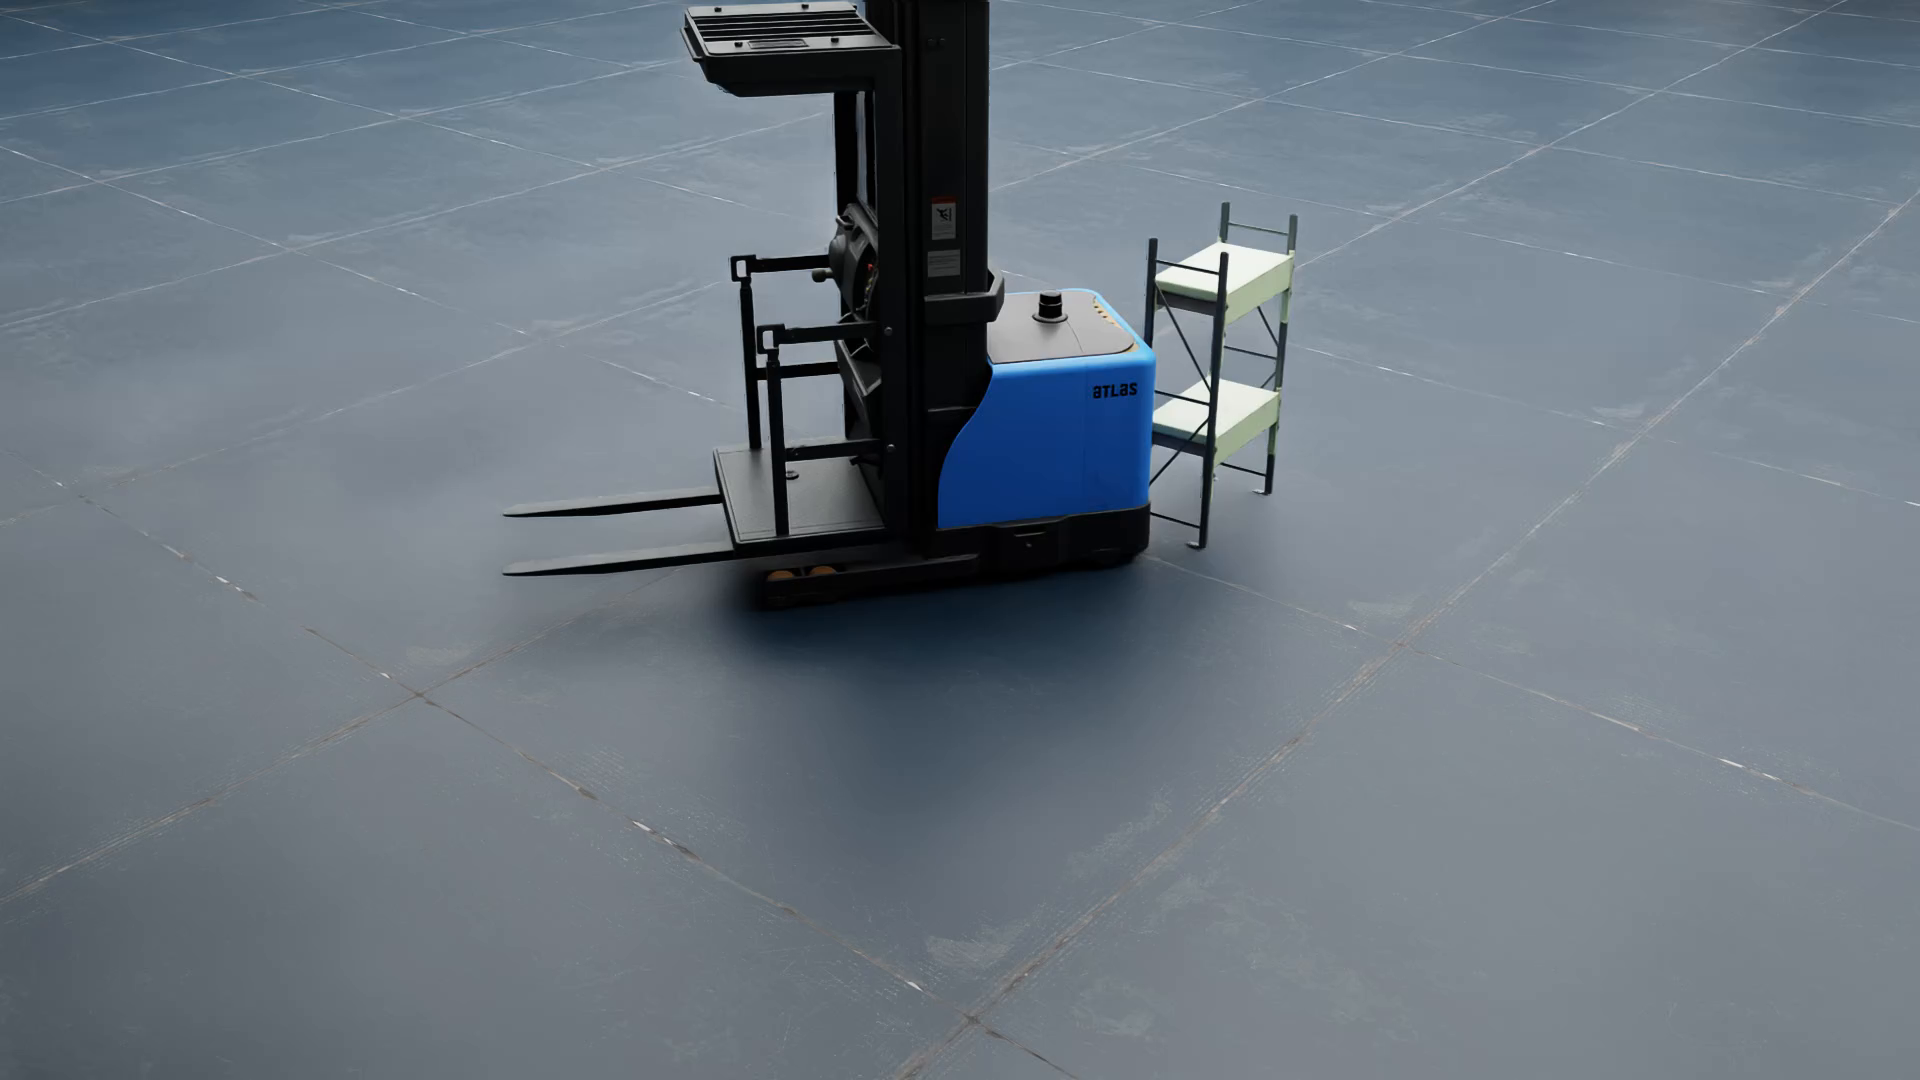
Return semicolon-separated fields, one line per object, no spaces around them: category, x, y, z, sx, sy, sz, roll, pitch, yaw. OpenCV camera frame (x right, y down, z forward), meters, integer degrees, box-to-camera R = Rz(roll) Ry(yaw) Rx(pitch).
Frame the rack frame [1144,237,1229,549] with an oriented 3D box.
rack frame;1.043;-0.678;7.929;0.400;1.500;0.023;18;32;31

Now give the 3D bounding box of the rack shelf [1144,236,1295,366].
rack shelf;1.254;-1.163;8.016;0.431;0.370;0.720;18;32;31

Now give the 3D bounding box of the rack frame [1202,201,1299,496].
rack frame;1.464;-0.954;8.461;0.400;1.500;0.023;18;32;31

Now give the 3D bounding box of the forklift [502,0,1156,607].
forklift;-0.660;-1.259;7.495;3.031;2.935;1.130;-6;28;-12

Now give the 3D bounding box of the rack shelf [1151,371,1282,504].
rack shelf;1.254;-0.526;8.345;0.431;0.370;0.720;18;32;31

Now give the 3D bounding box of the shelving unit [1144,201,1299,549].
shelving unit;1.254;-0.816;8.195;0.431;1.500;0.755;18;32;31
